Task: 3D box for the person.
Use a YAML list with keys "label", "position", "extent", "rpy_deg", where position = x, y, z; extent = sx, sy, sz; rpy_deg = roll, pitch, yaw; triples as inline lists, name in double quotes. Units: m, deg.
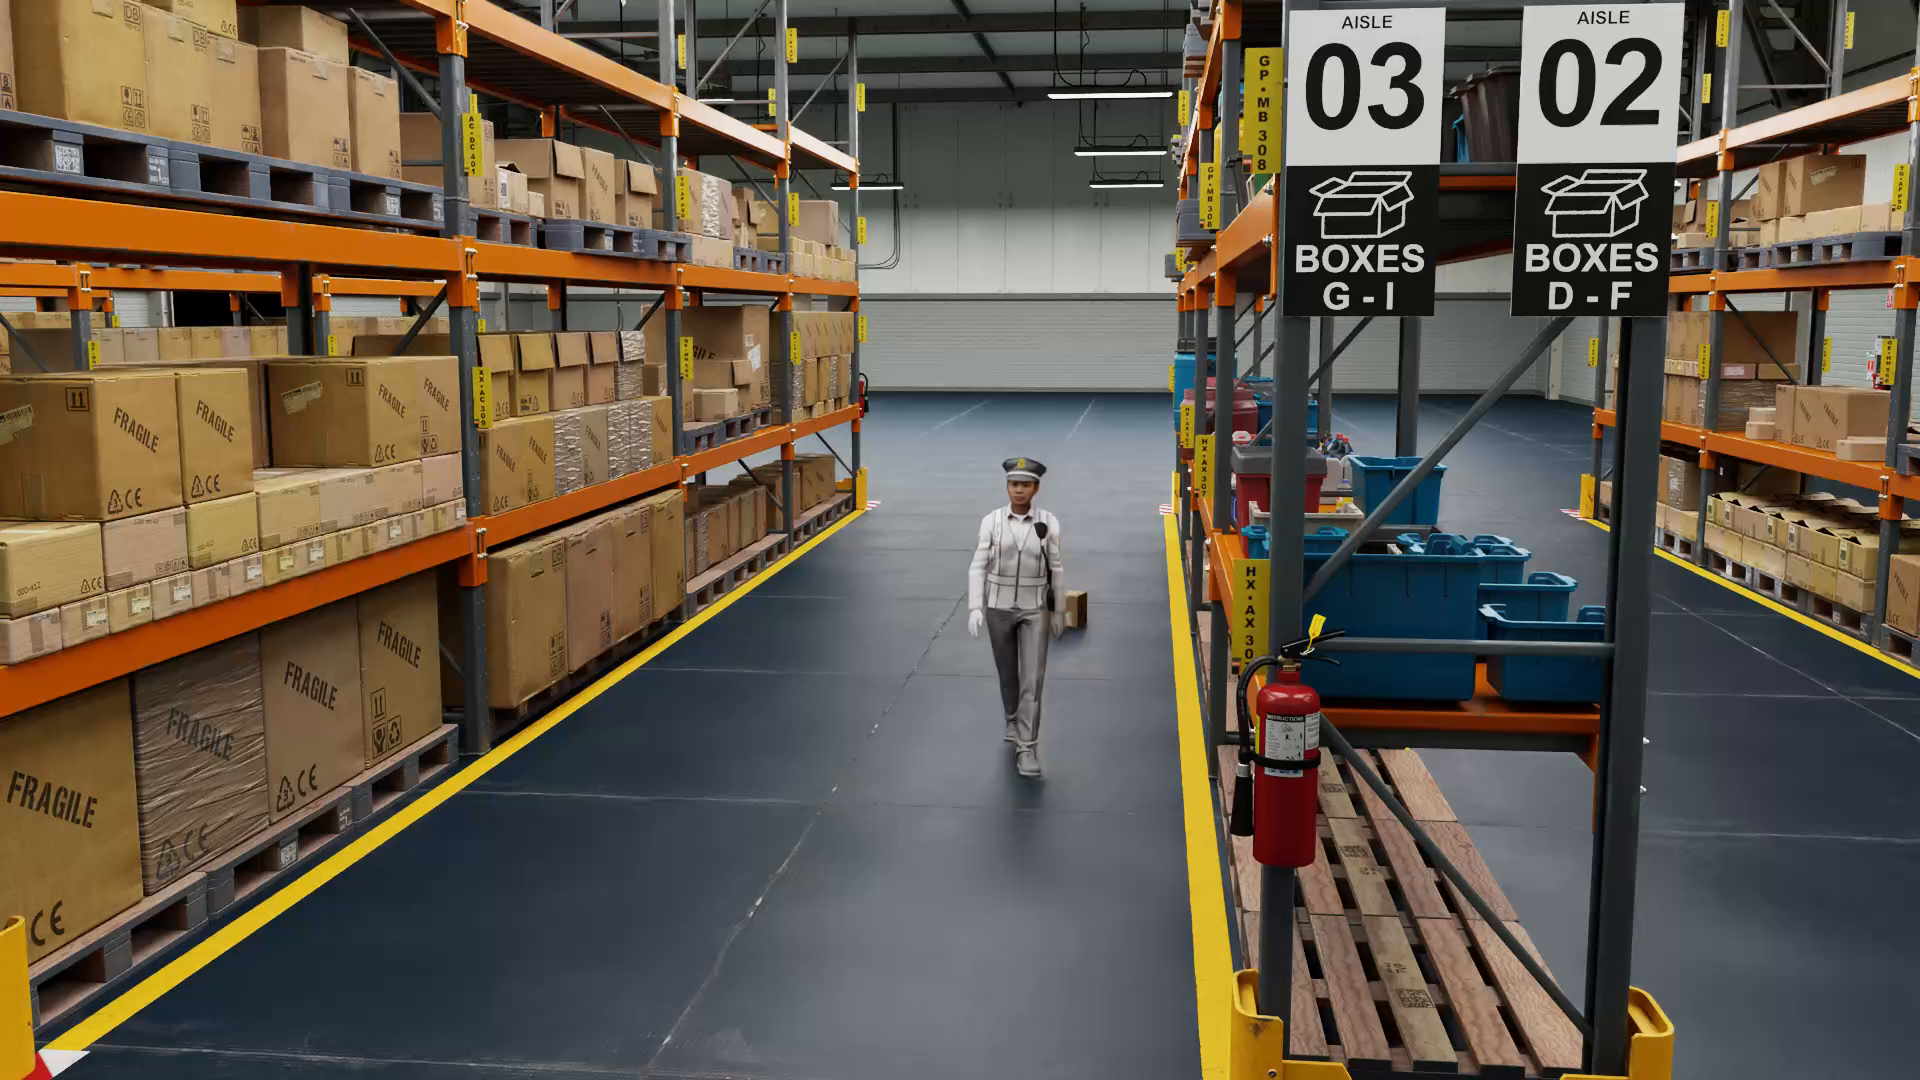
- label: "person"
  position: [0.299, 0.369, 8.901]
  extent: [0.517, 1.630, 0.983]
  rpy_deg: [1, 8, 7]
